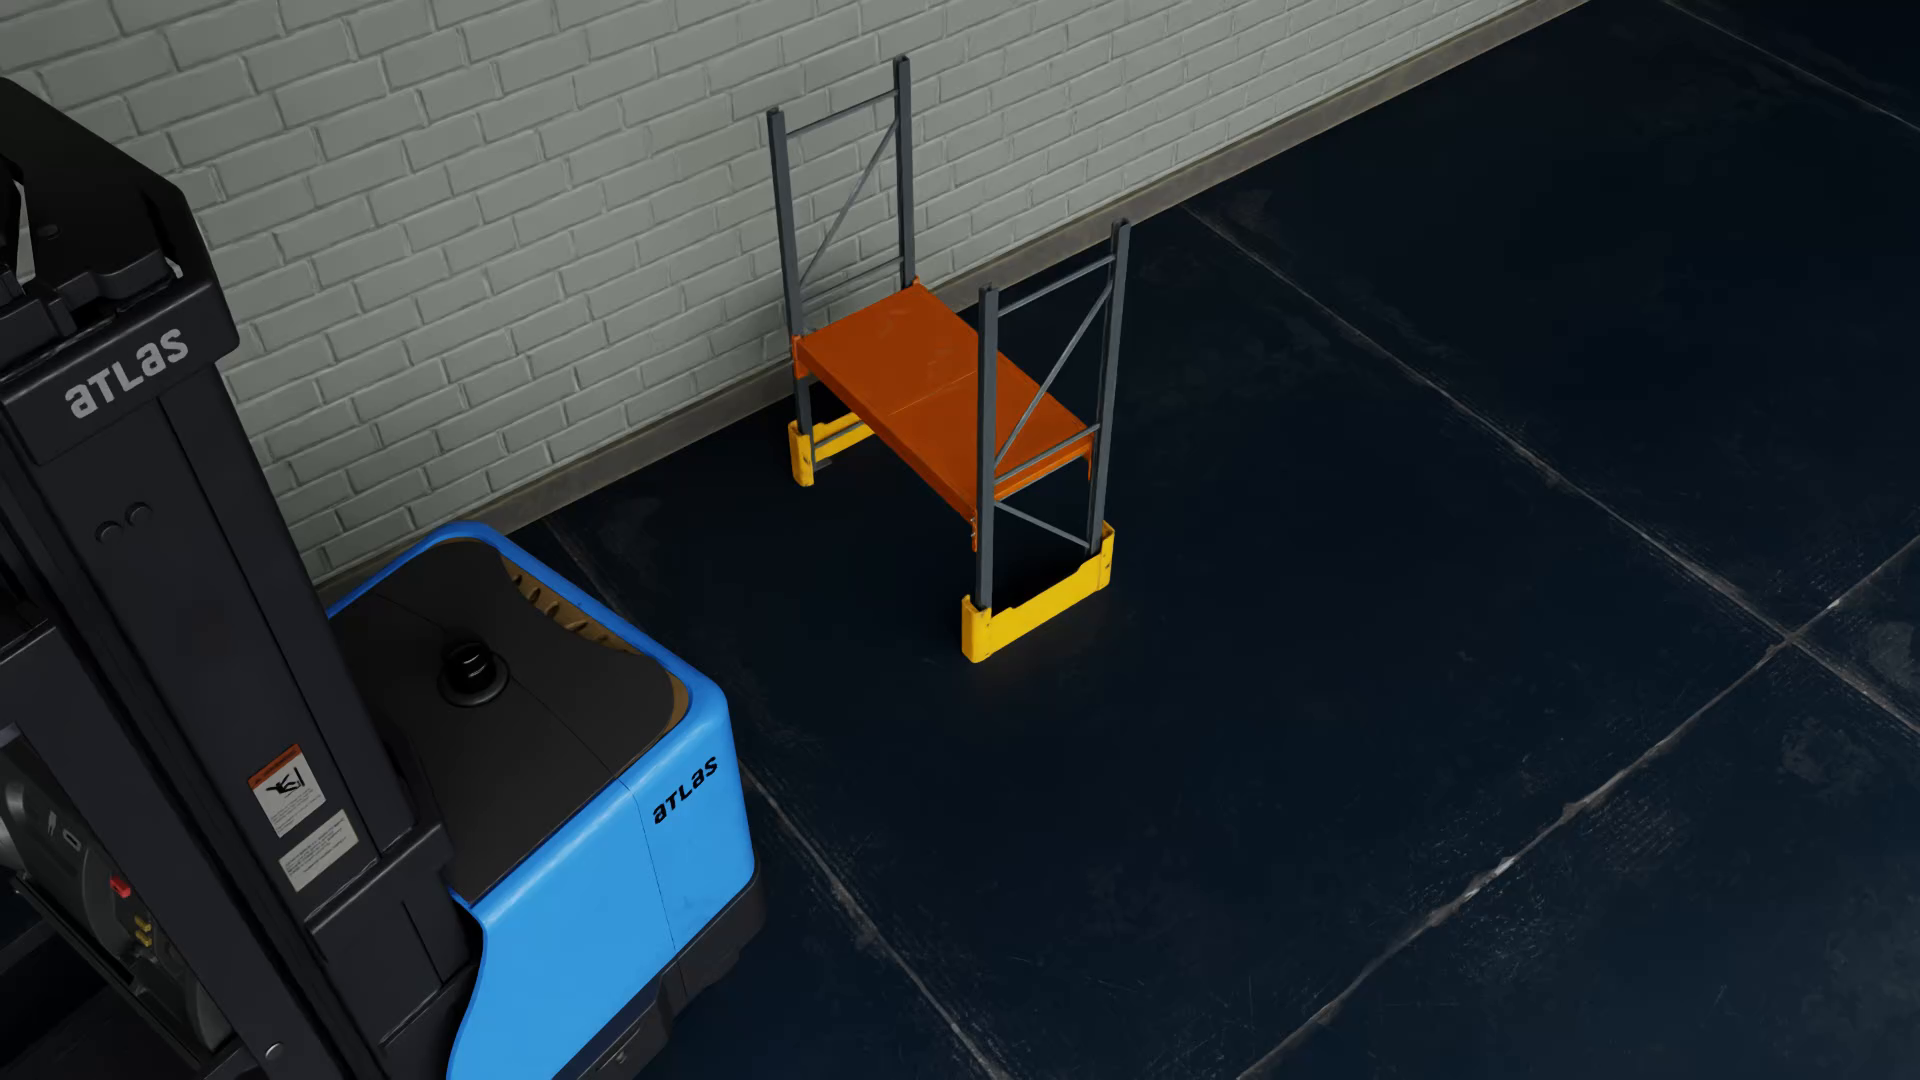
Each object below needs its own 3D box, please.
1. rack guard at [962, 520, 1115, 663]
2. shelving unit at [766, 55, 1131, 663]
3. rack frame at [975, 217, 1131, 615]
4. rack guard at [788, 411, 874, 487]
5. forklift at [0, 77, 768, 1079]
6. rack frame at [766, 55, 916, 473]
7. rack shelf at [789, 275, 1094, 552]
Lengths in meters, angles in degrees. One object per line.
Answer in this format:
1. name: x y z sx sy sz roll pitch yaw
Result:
1. rack guard: 0.255 0.165 5.432 0.587 0.250 0.087 -29 54 -24
2. shelving unit: -0.046 -0.549 5.235 0.587 1.500 1.083 -29 54 -24
3. rack frame: 0.256 -0.254 4.968 0.500 1.500 0.032 -29 54 -24
4. rack guard: -0.348 -0.423 5.964 0.587 0.250 0.087 -29 54 -24
5. forklift: -1.856 0.734 3.106 1.130 2.935 3.031 31 55 25
6. rack frame: -0.359 -0.854 5.512 0.500 1.500 0.032 -29 54 -24
7. rack shelf: -0.052 -0.433 5.373 0.538 0.185 1.000 -29 54 -24
